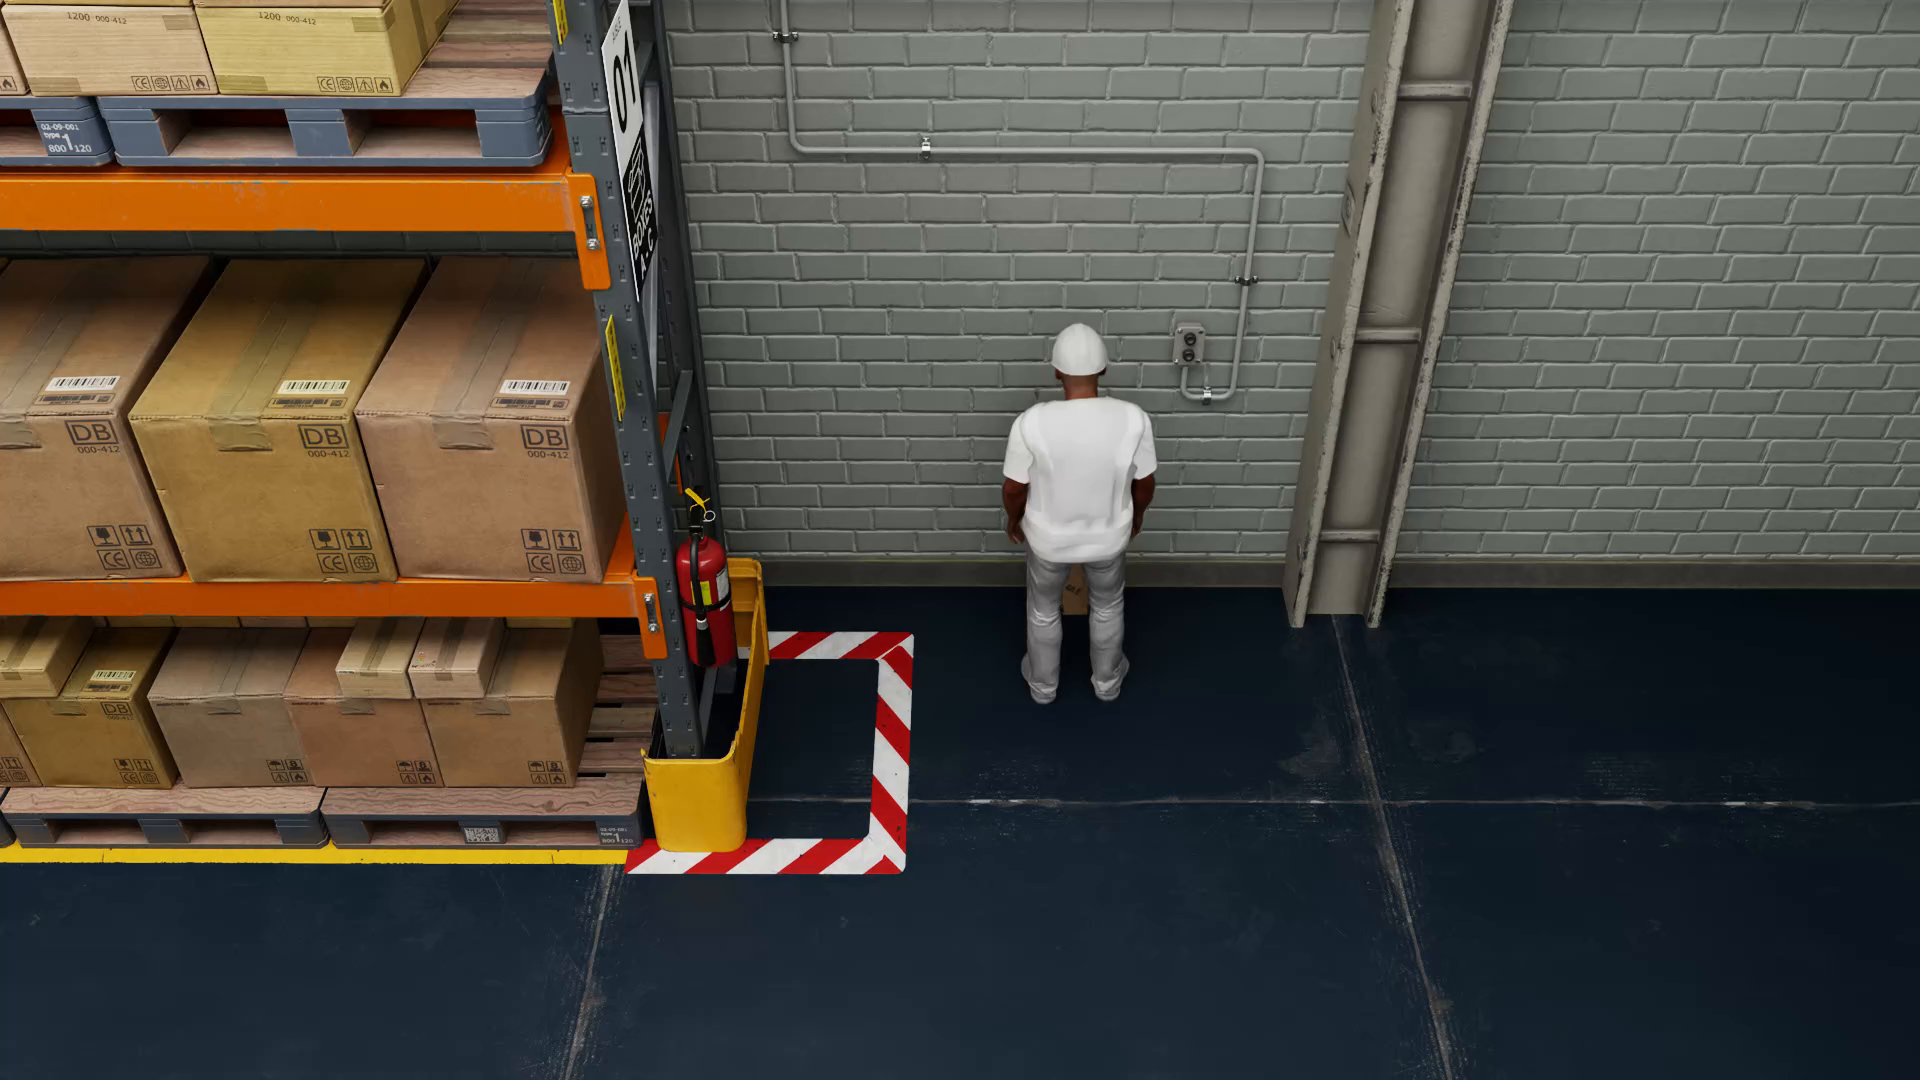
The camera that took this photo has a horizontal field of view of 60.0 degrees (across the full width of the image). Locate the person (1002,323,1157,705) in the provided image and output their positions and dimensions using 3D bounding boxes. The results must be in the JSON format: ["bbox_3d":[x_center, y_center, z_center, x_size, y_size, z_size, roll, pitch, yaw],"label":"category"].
[{"bbox_3d":[0.458,-0.055,6.564,0.594,1.764,0.435,-1,39,-1],"label":"person"}]
